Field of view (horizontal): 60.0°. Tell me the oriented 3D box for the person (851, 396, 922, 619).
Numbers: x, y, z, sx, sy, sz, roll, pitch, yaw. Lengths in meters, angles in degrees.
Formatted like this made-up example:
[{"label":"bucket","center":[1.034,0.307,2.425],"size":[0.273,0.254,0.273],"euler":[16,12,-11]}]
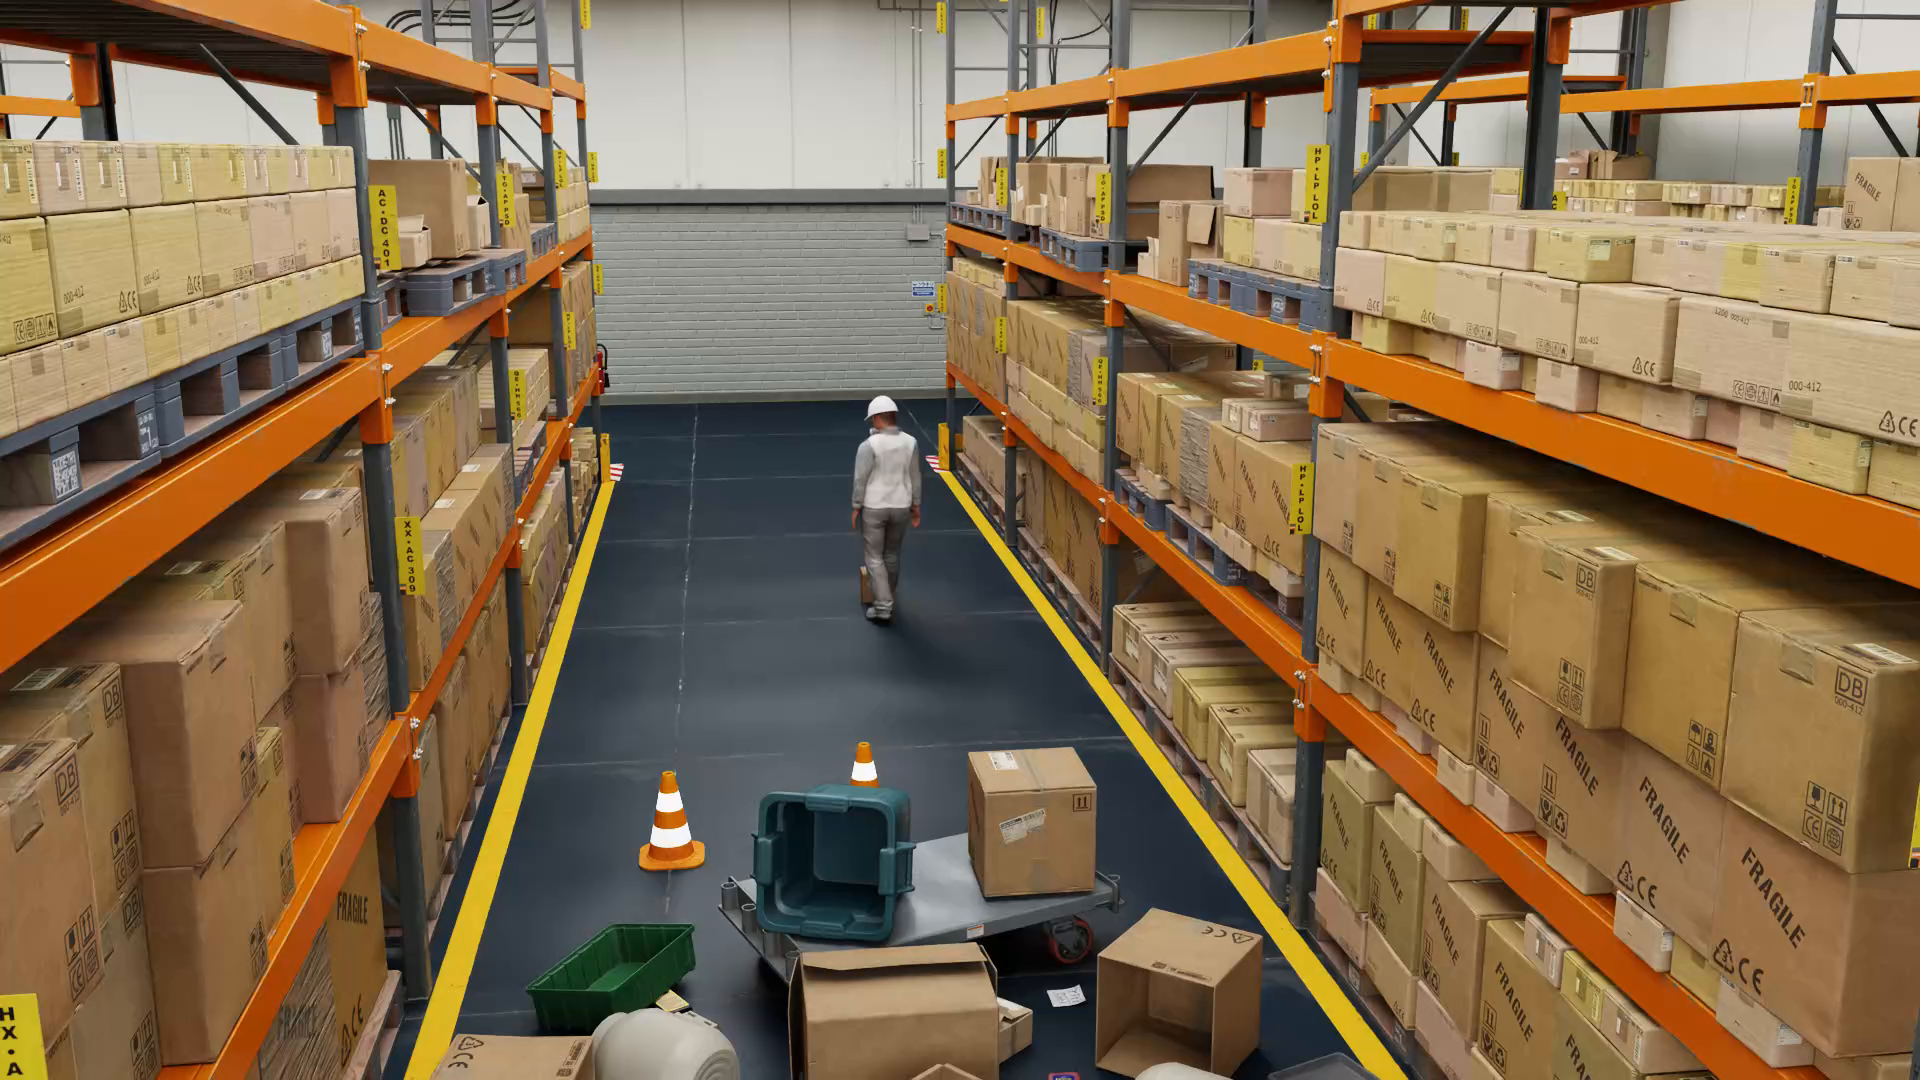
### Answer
[{"label":"person","center":[-0.615,-0.271,13.091],"size":[0.568,1.748,0.753],"euler":[-6,14,-25]}]
